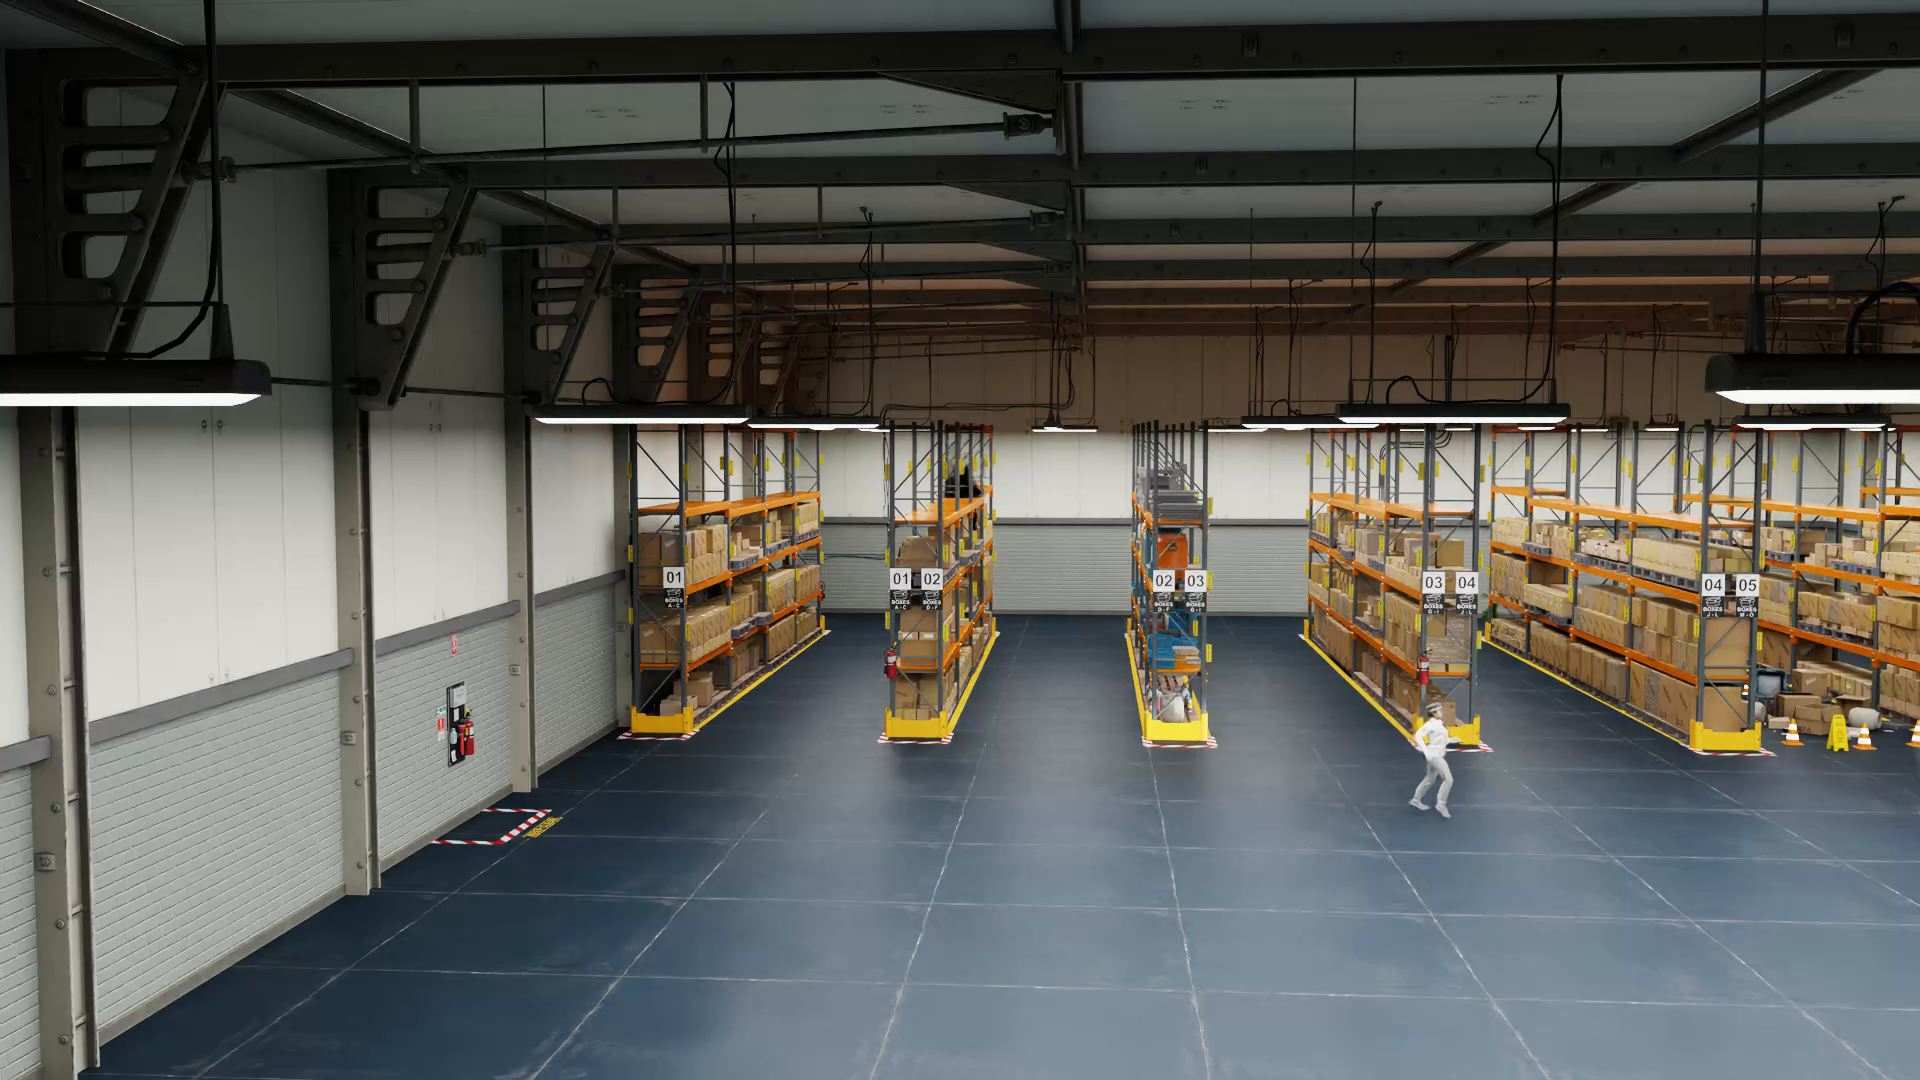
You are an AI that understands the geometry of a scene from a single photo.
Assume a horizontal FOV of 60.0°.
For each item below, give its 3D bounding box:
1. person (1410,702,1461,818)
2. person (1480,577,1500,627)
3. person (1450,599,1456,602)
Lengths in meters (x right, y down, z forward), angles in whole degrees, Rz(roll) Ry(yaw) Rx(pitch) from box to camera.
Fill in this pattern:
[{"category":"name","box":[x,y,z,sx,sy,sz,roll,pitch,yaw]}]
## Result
[{"category":"person","box":[7.143,3.297,25.005,0.740,1.752,0.578,2,4,25]},{"category":"person","box":[15.249,1.824,47.495,0.724,1.808,0.734,0,4,5]},{"category":"person","box":[13.377,1.961,45.735,0.720,1.720,0.868,2,4,31]}]
